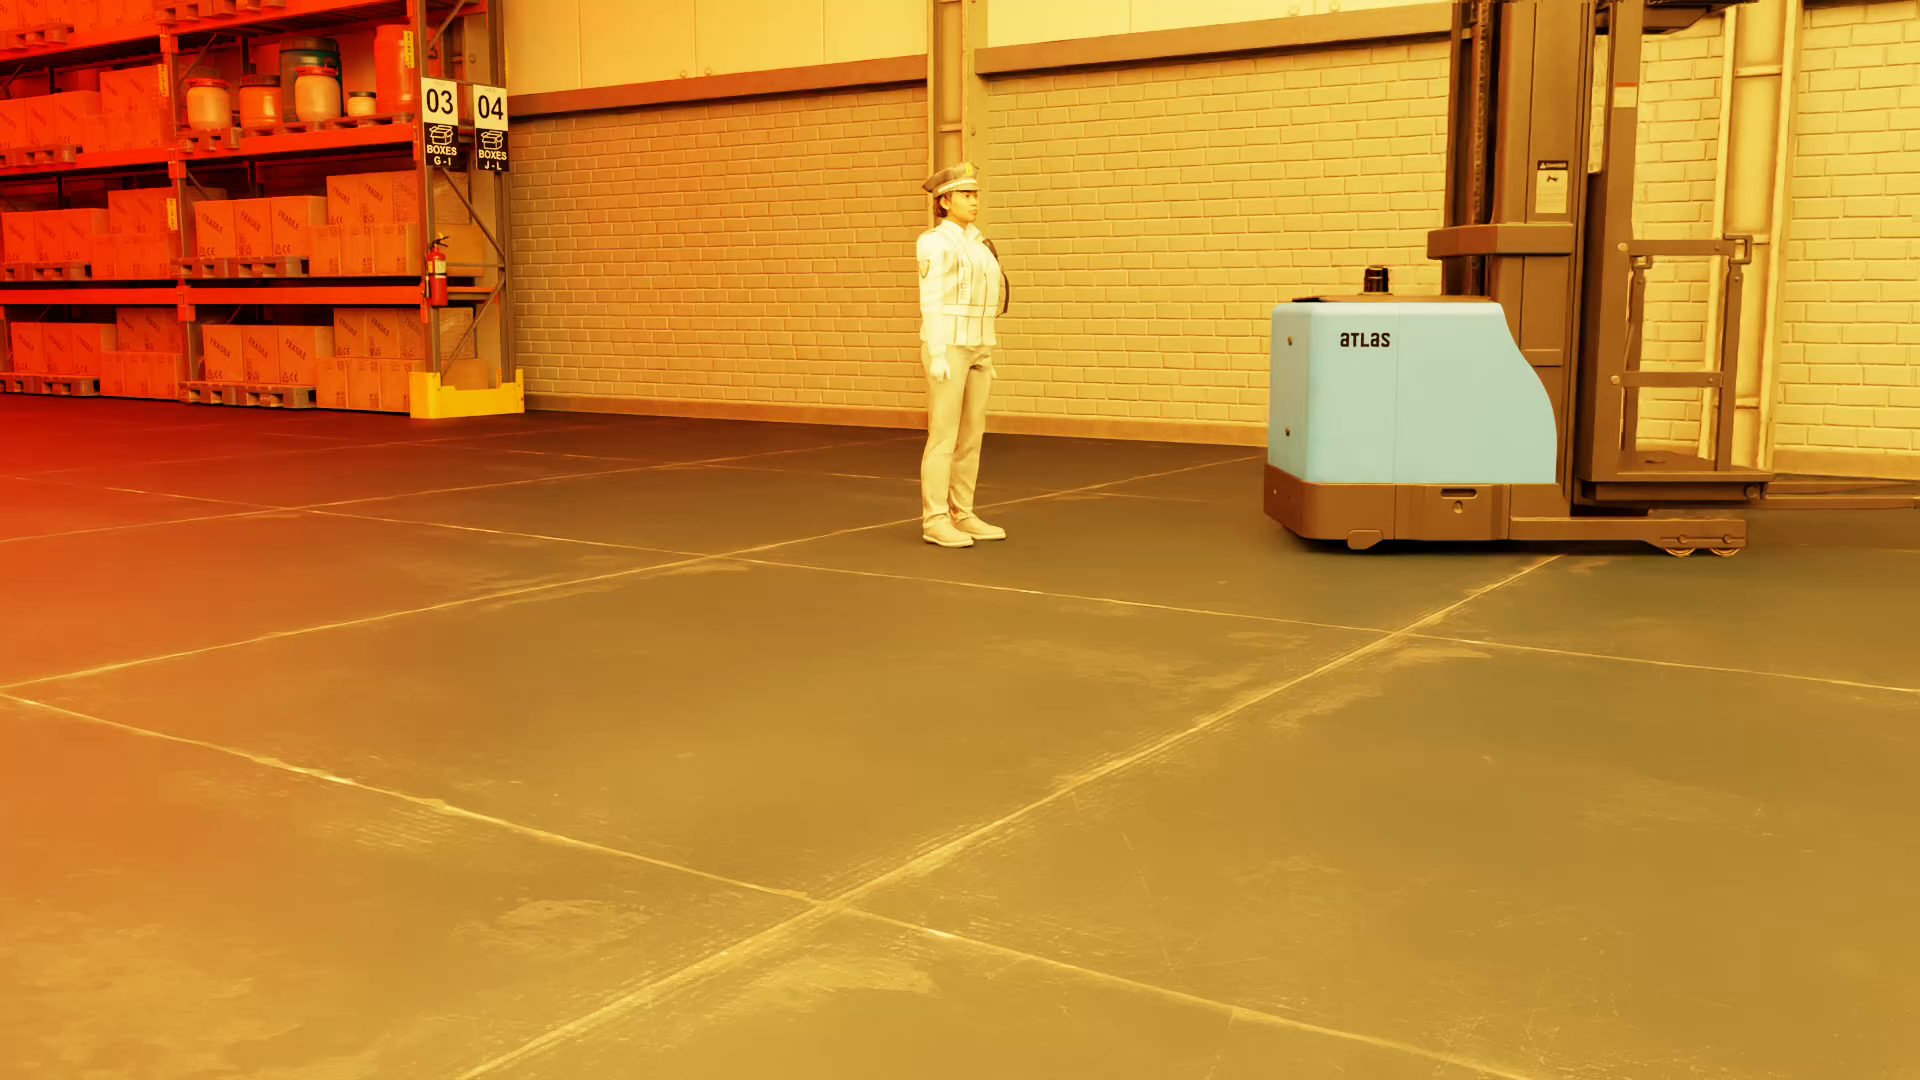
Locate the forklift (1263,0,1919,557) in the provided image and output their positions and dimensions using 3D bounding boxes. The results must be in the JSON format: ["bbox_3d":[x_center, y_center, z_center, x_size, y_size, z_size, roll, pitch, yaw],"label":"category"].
[{"bbox_3d":[2.985,-1.456,7.429,3.031,2.935,1.130,0,8,0],"label":"forklift"}]

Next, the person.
[{"bbox_3d":[0.003,-0.836,7.490,0.353,1.694,0.461,5,10,34],"label":"person"}]
